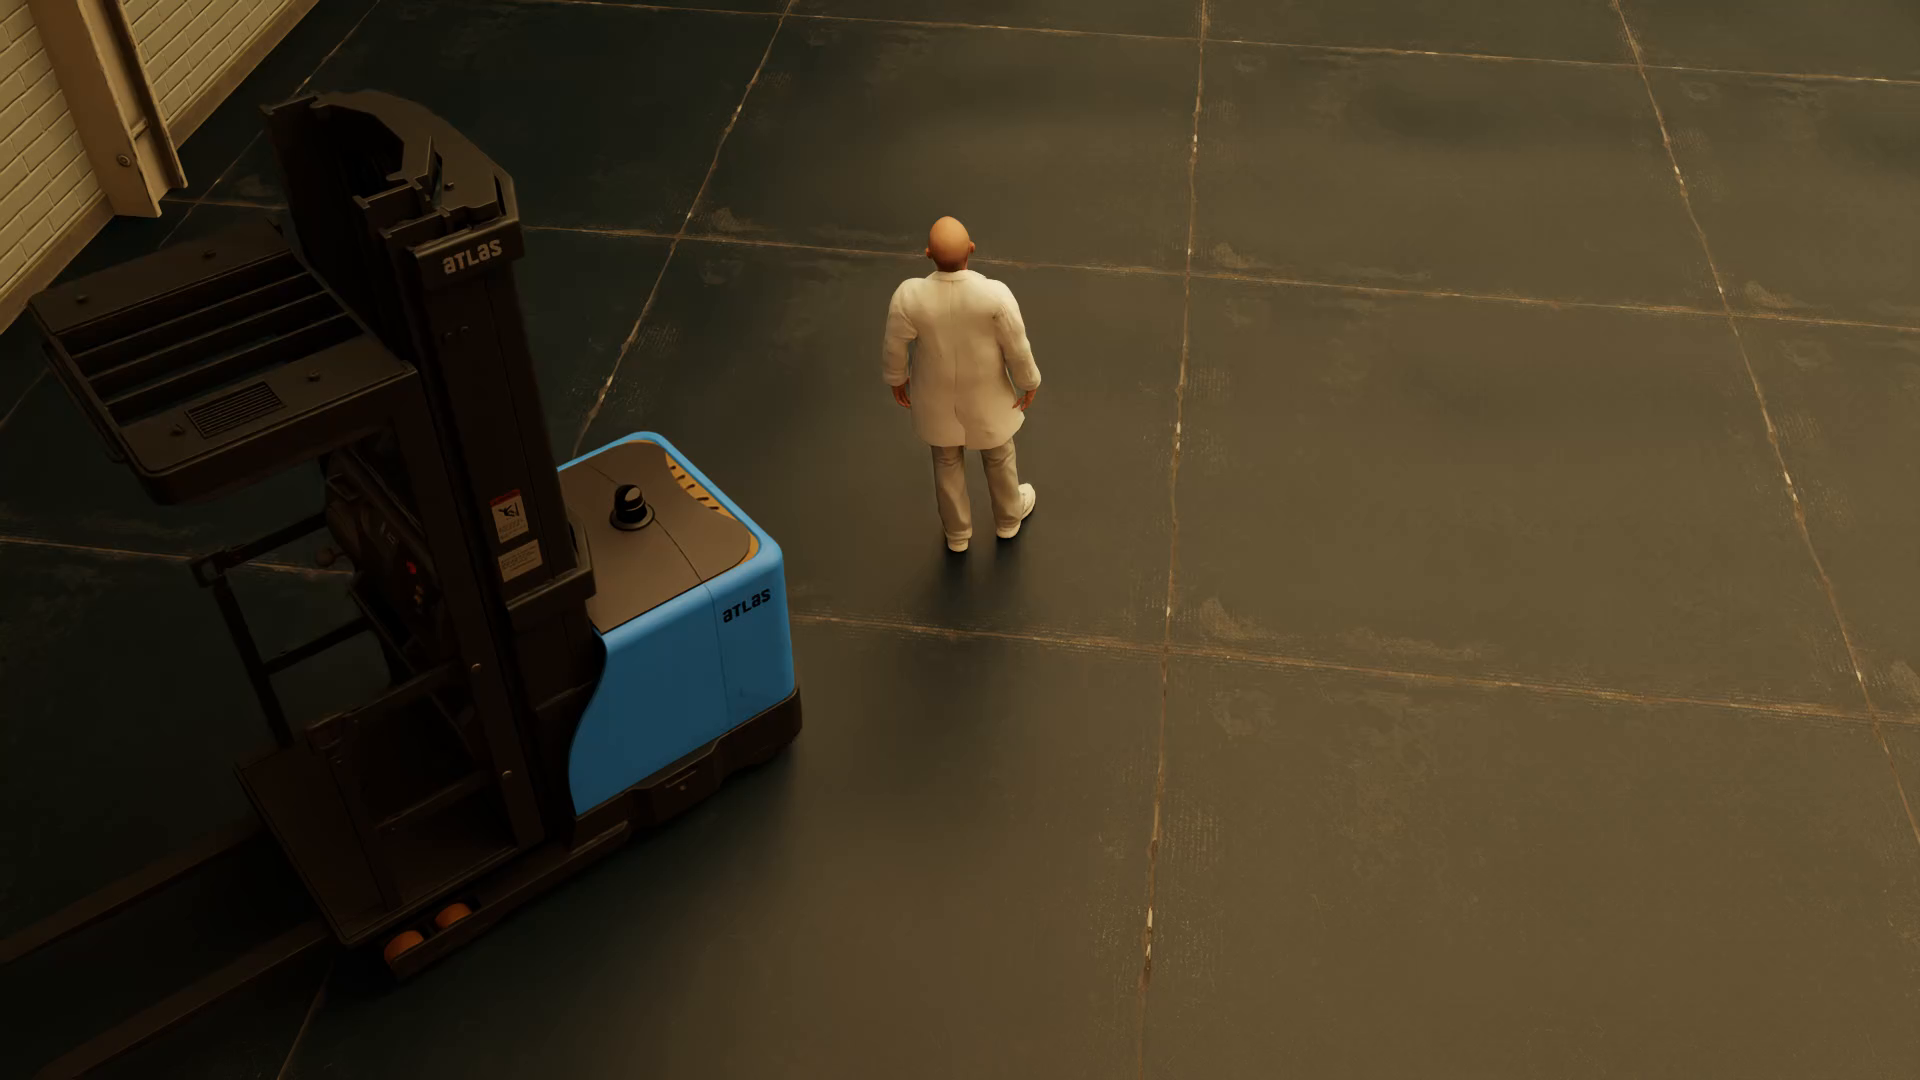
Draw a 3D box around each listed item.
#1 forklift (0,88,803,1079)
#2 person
[{"bbox_3d":[-2.123,0.119,5.595,3.031,2.935,1.130,-29,50,-28],"label":"forklift"},{"bbox_3d":[0.016,-0.721,7.352,0.698,1.779,0.577,5,43,6],"label":"person"}]
